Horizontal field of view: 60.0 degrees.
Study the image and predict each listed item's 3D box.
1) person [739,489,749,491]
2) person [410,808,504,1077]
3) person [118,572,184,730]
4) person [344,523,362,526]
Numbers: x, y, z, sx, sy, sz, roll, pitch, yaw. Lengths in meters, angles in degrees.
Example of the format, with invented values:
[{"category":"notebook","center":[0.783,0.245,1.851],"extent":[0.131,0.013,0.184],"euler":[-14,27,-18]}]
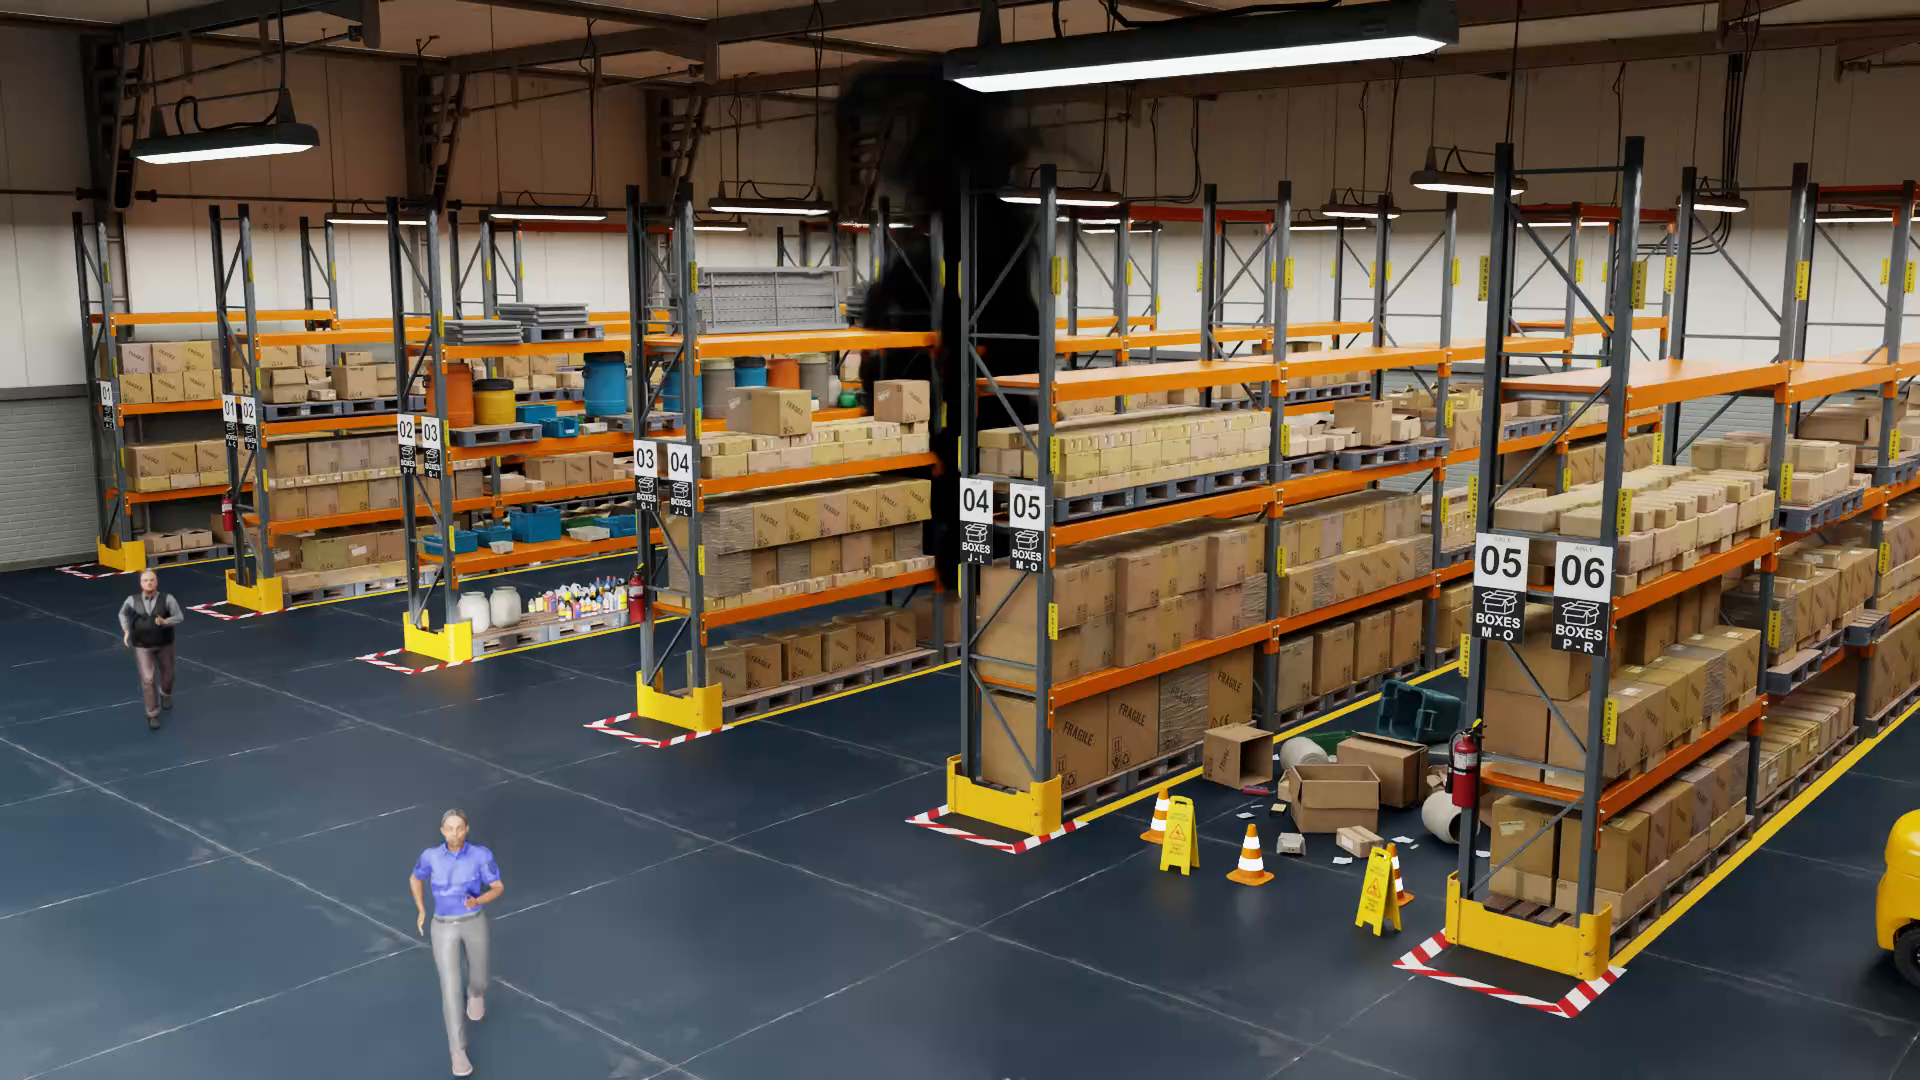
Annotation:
[{"category":"person","center":[-3.831,-0.665,28.320],"extent":[0.687,1.863,0.725],"euler":[7,12,38]},{"category":"person","center":[-3.281,2.554,10.898],"extent":[0.581,1.634,0.911],"euler":[-3,10,-19]},{"category":"person","center":[-9.084,1.201,18.735],"extent":[0.656,1.707,0.969],"euler":[-5,11,-27]},{"category":"person","center":[-10.331,-0.313,28.336],"extent":[0.543,1.552,0.878],"euler":[7,12,38]}]
